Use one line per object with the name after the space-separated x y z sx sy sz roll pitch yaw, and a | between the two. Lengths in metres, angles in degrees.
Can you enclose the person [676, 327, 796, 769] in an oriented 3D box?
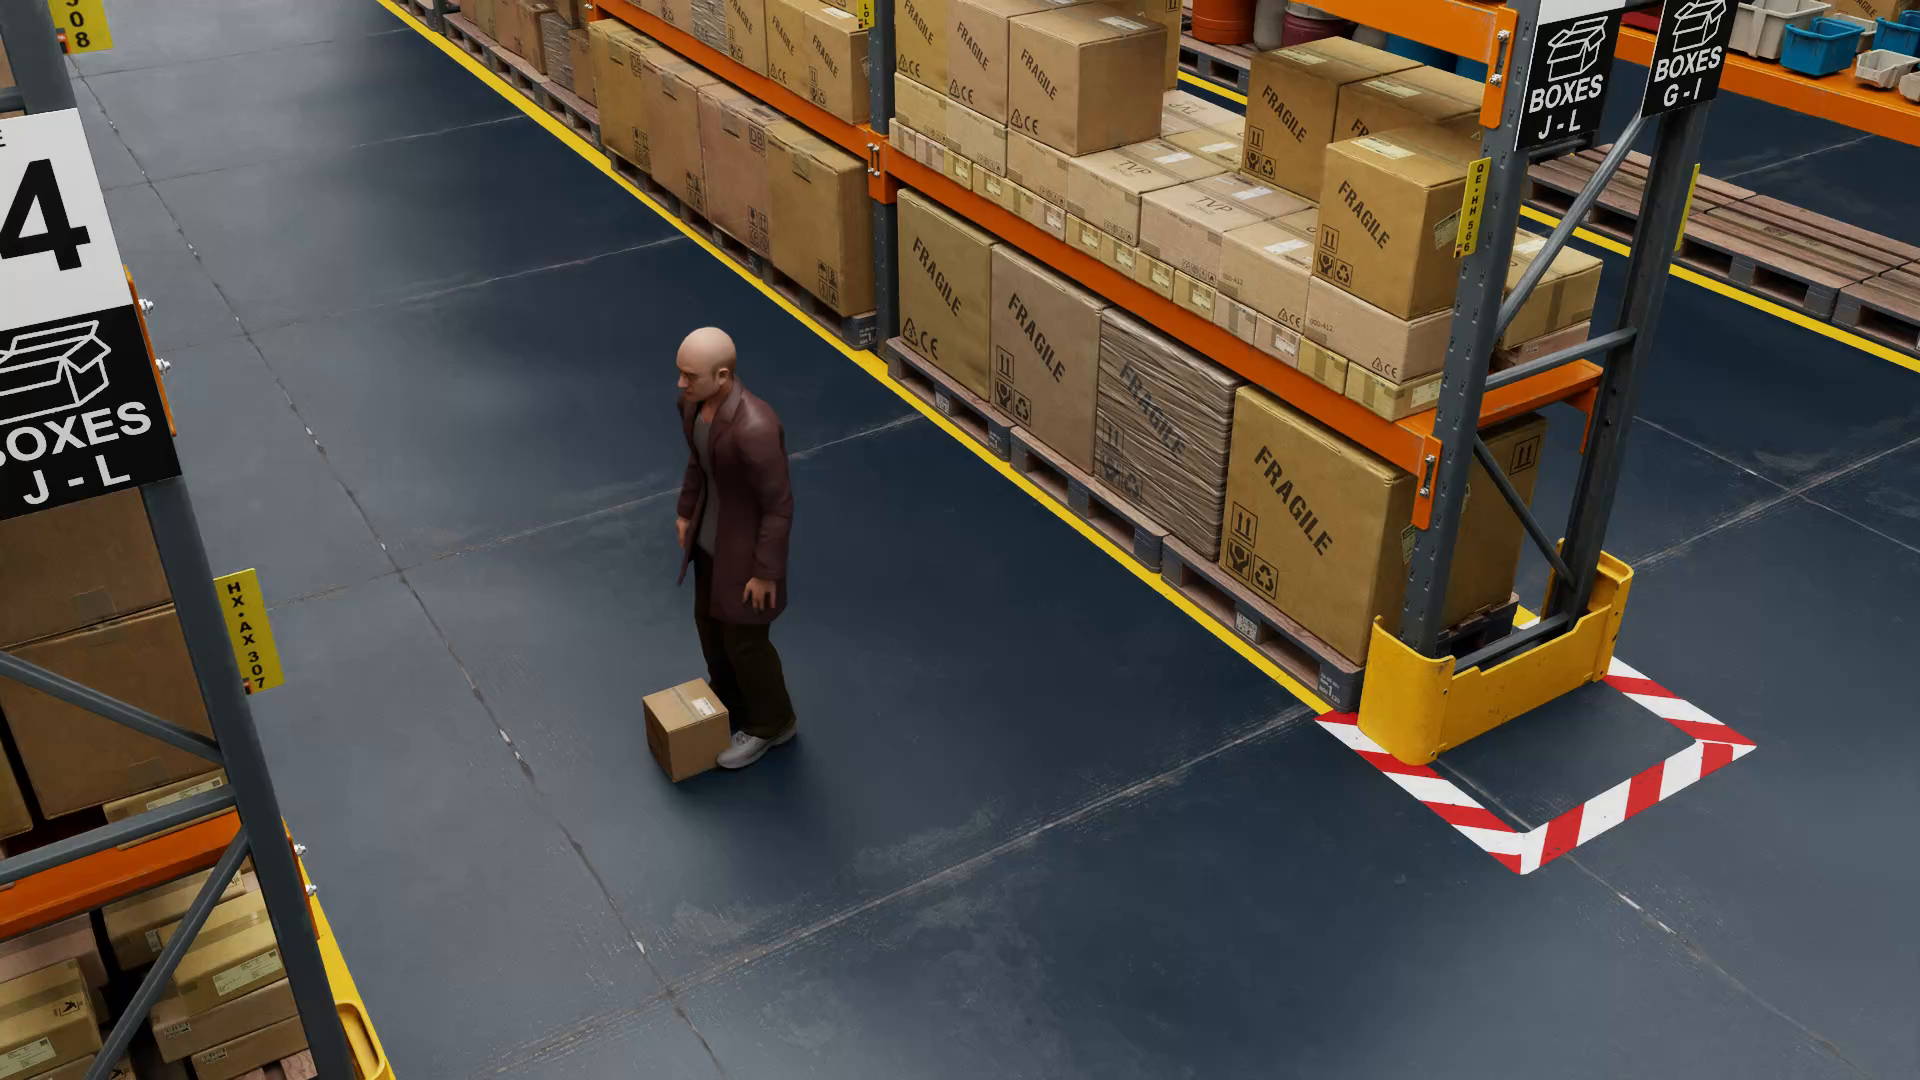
-0.837 0.019 6.121 0.423 1.774 0.653 -21 38 -30 | person
